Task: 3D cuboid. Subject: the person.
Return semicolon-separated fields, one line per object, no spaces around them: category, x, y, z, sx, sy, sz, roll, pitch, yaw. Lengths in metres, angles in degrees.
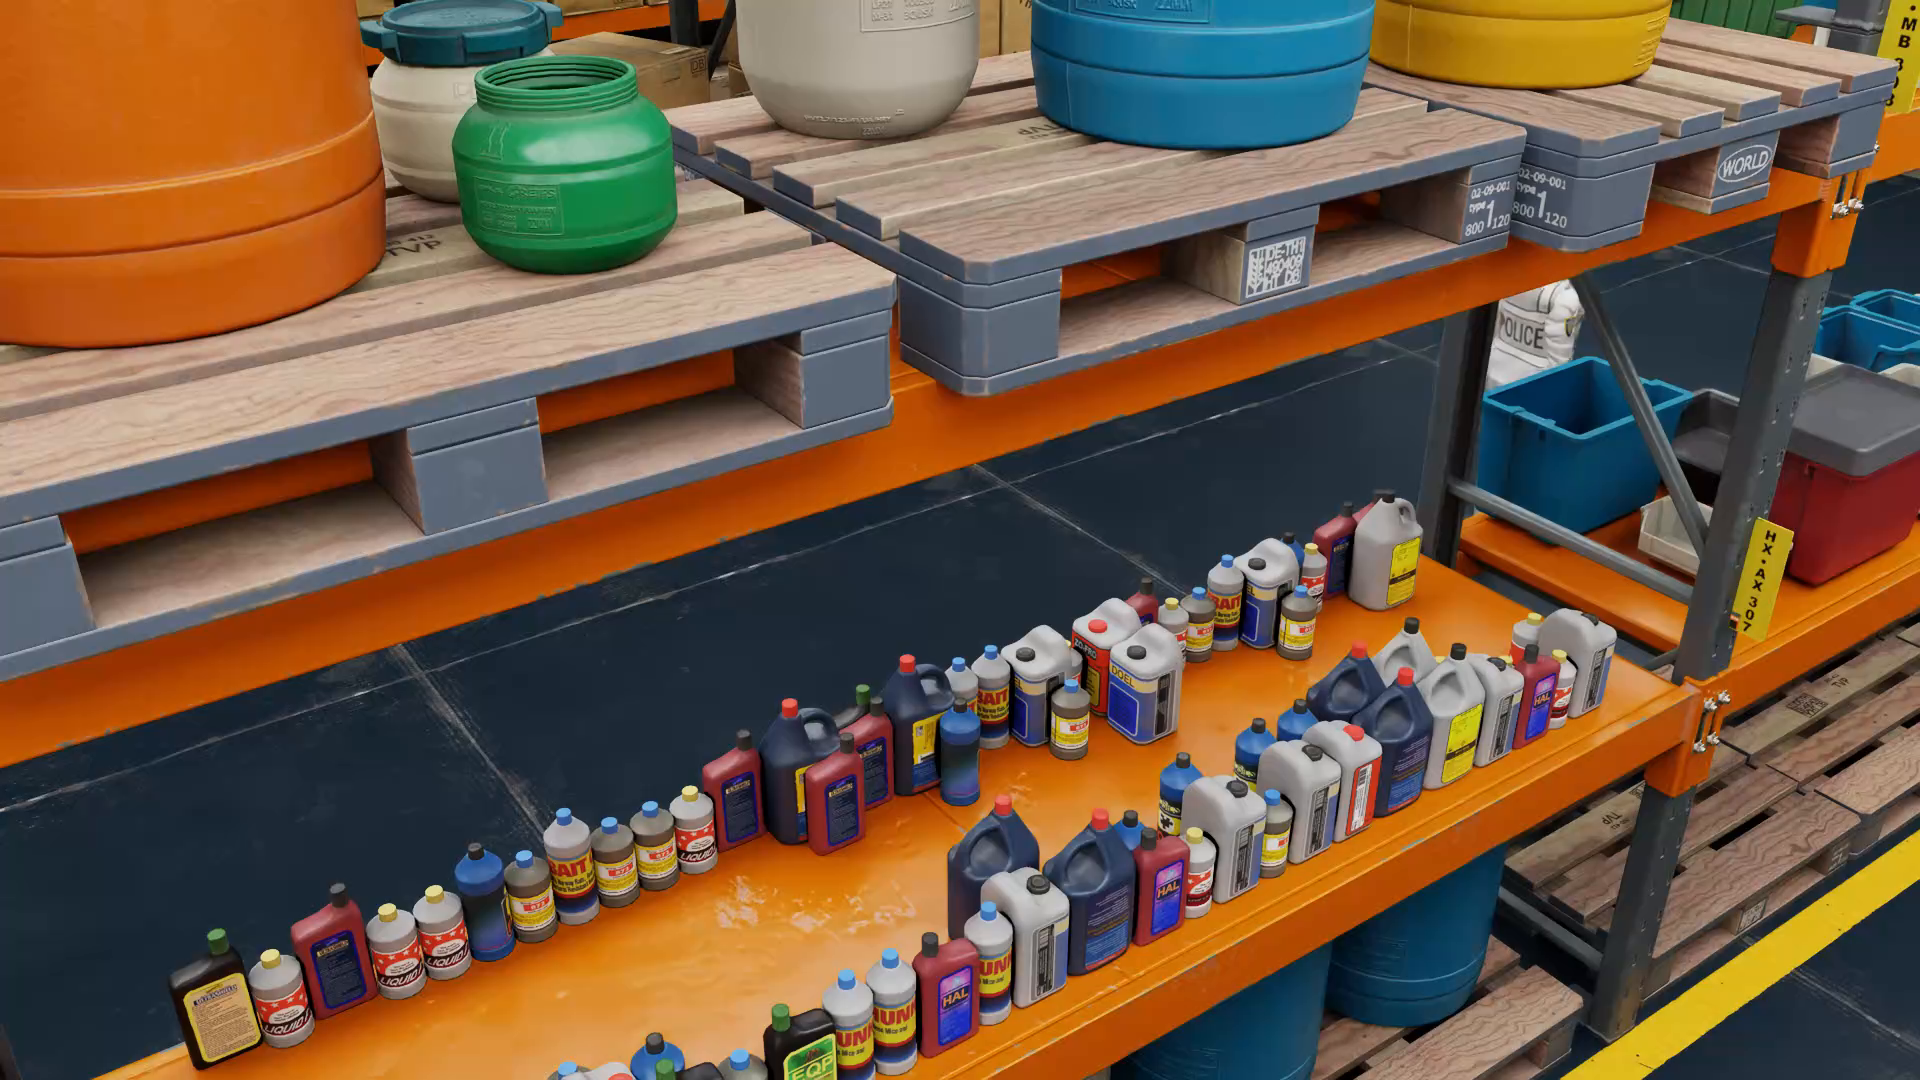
person;2.494;-0.664;7.265;0.430;1.694;0.485;-18;33;-29
